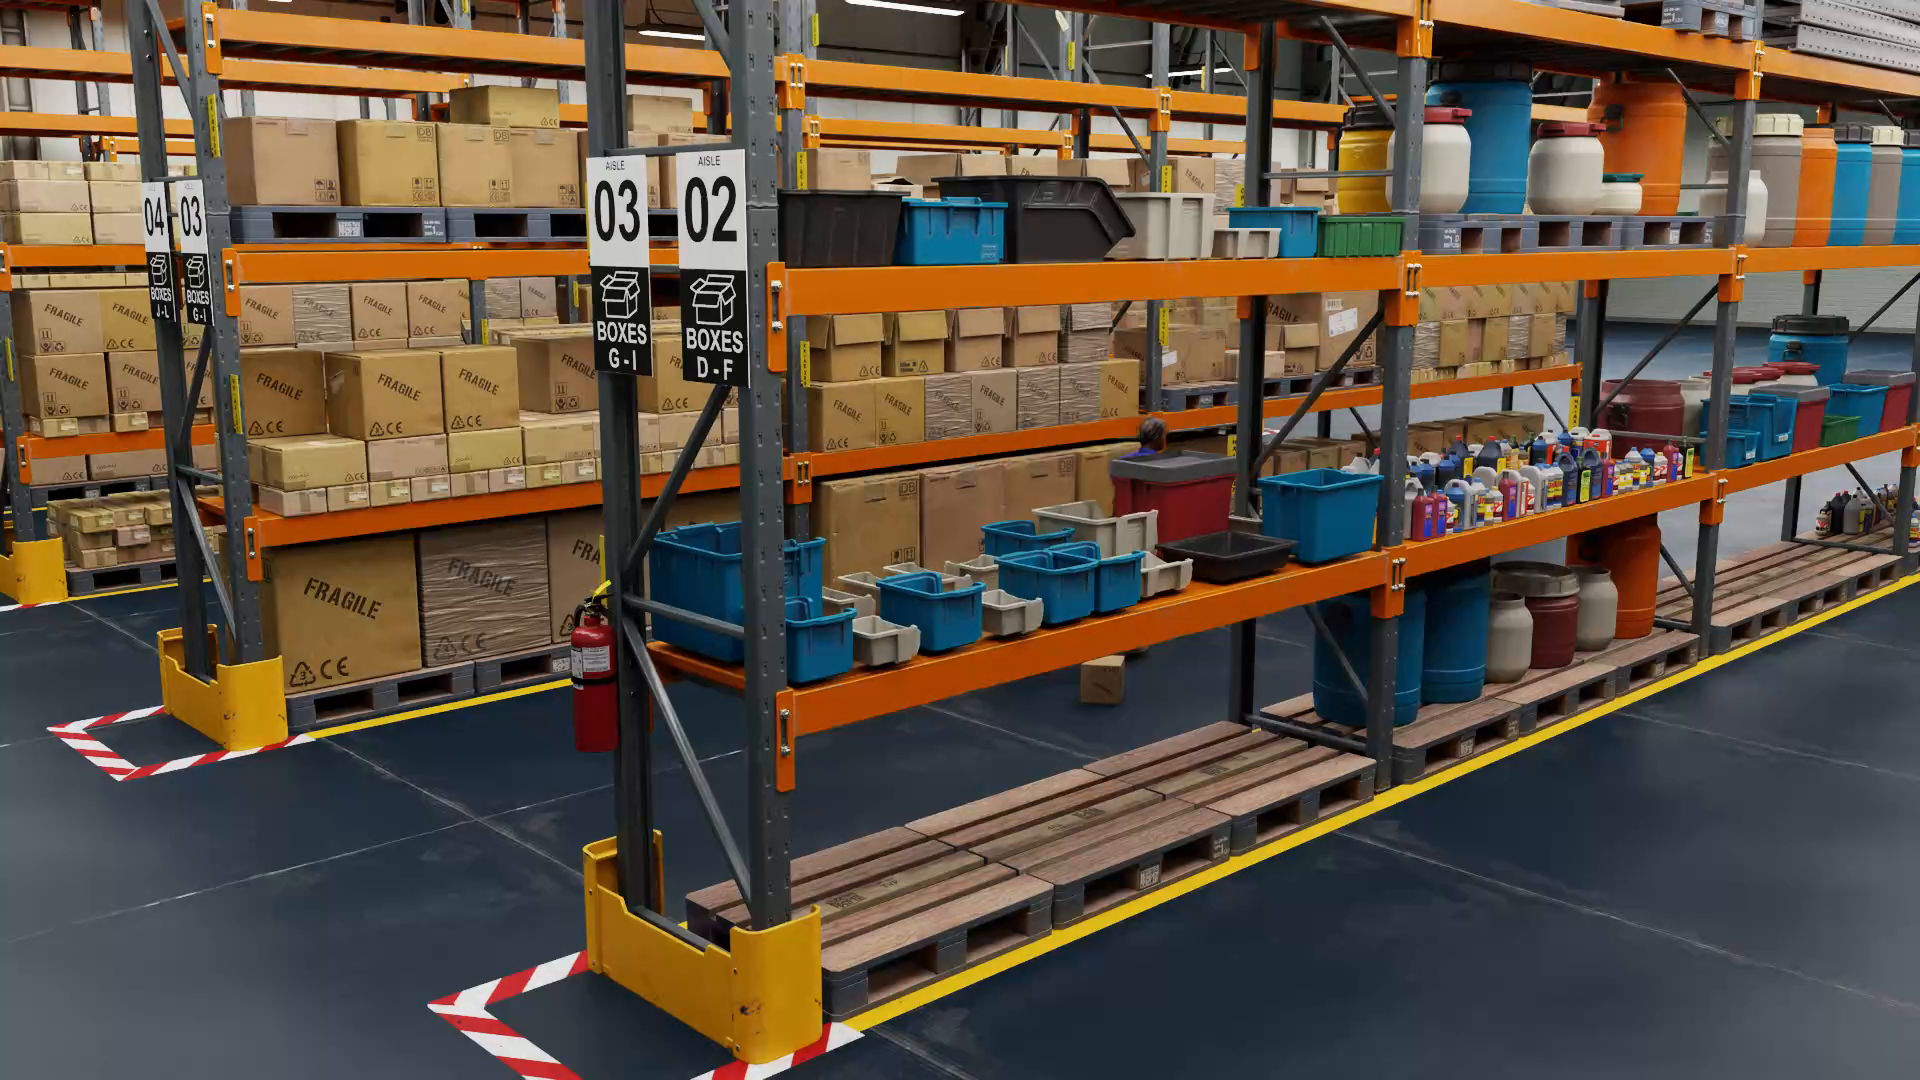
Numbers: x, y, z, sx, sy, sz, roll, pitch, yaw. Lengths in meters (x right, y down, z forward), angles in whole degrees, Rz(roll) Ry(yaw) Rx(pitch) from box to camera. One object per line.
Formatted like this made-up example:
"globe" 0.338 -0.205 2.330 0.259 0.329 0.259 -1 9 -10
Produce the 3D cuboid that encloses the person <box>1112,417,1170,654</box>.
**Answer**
"person" 1.335 -0.017 11.573 0.698 1.693 0.494 -8 13 -37
